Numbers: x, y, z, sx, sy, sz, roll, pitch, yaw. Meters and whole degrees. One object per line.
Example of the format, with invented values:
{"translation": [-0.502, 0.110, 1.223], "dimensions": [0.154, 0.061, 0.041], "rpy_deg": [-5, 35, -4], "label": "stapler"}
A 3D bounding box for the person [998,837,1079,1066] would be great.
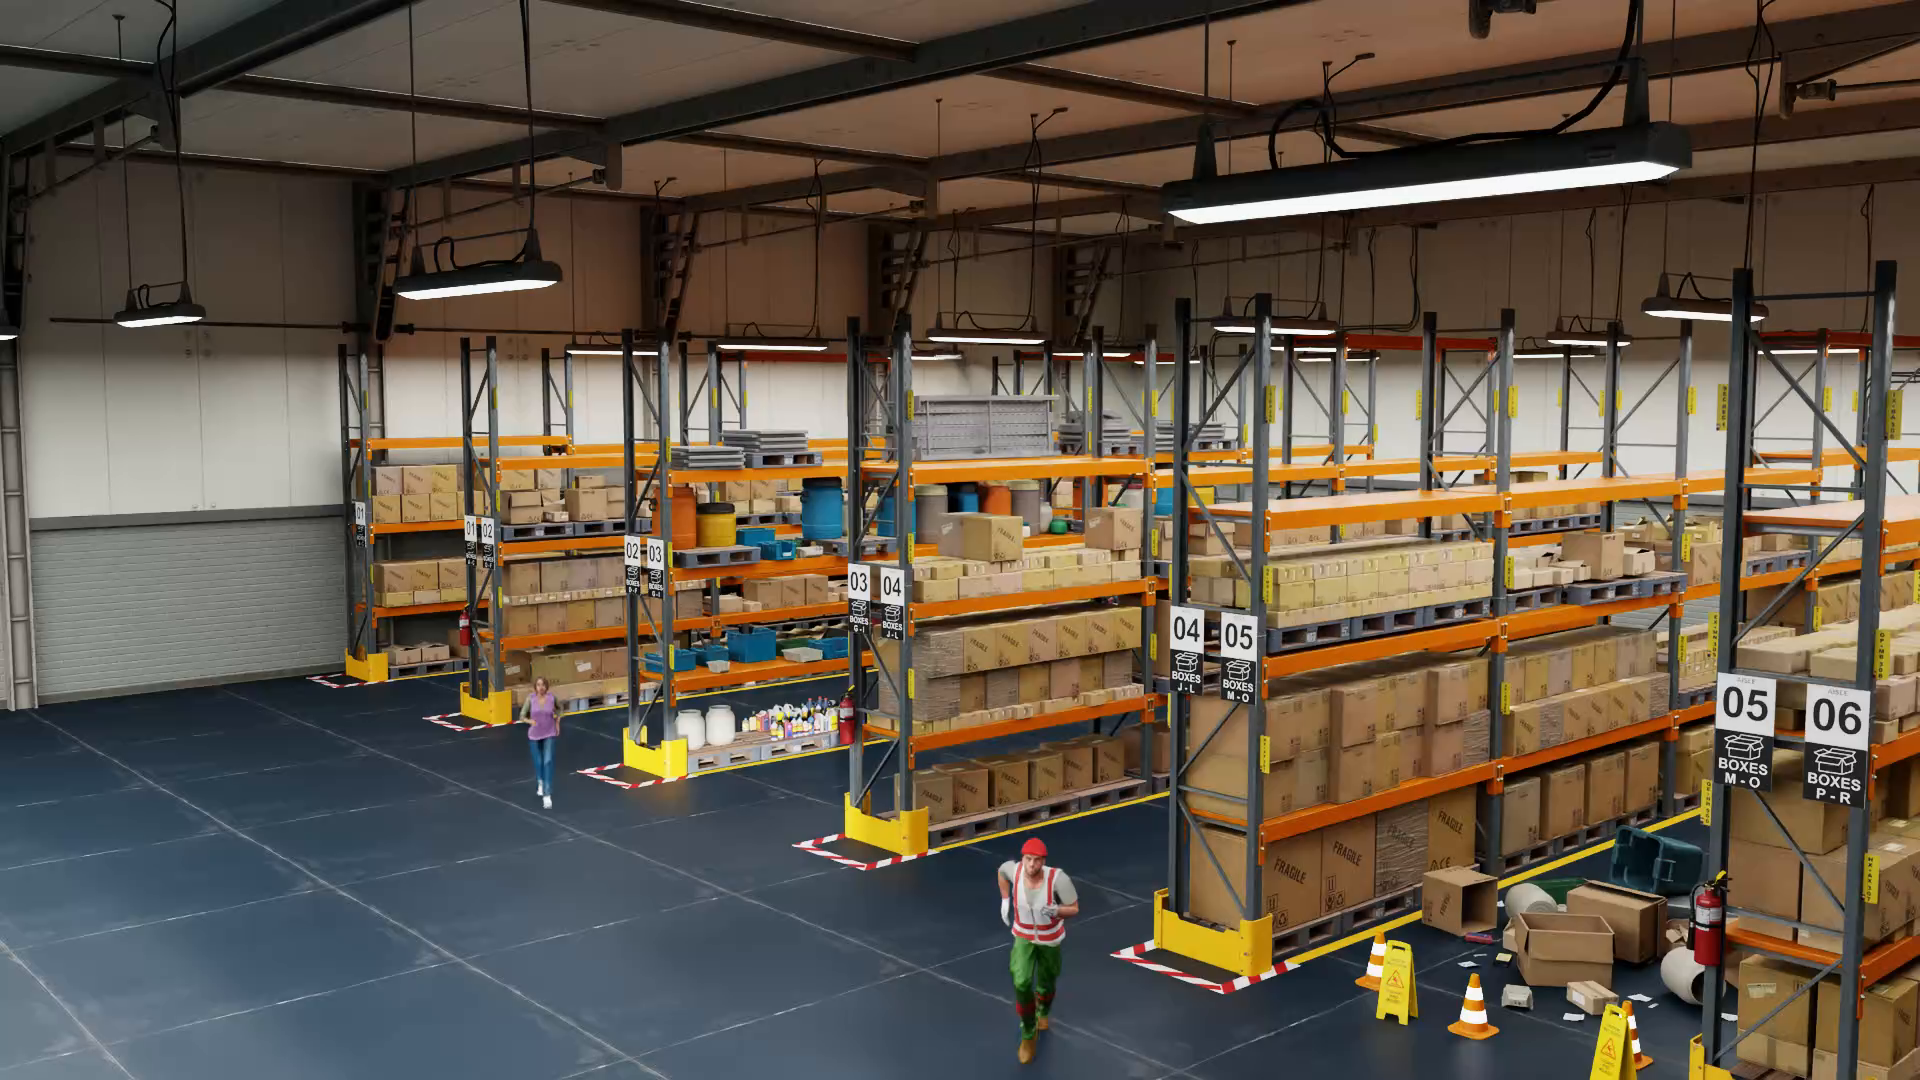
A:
{"translation": [0.607, 3.134, 12.976], "dimensions": [0.647, 1.766, 0.958], "rpy_deg": [1, 5, 6], "label": "person"}

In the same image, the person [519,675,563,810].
{"translation": [-5.252, 2.499, 20.864], "dimensions": [0.527, 1.632, 0.759], "rpy_deg": [-1, 5, -10], "label": "person"}
